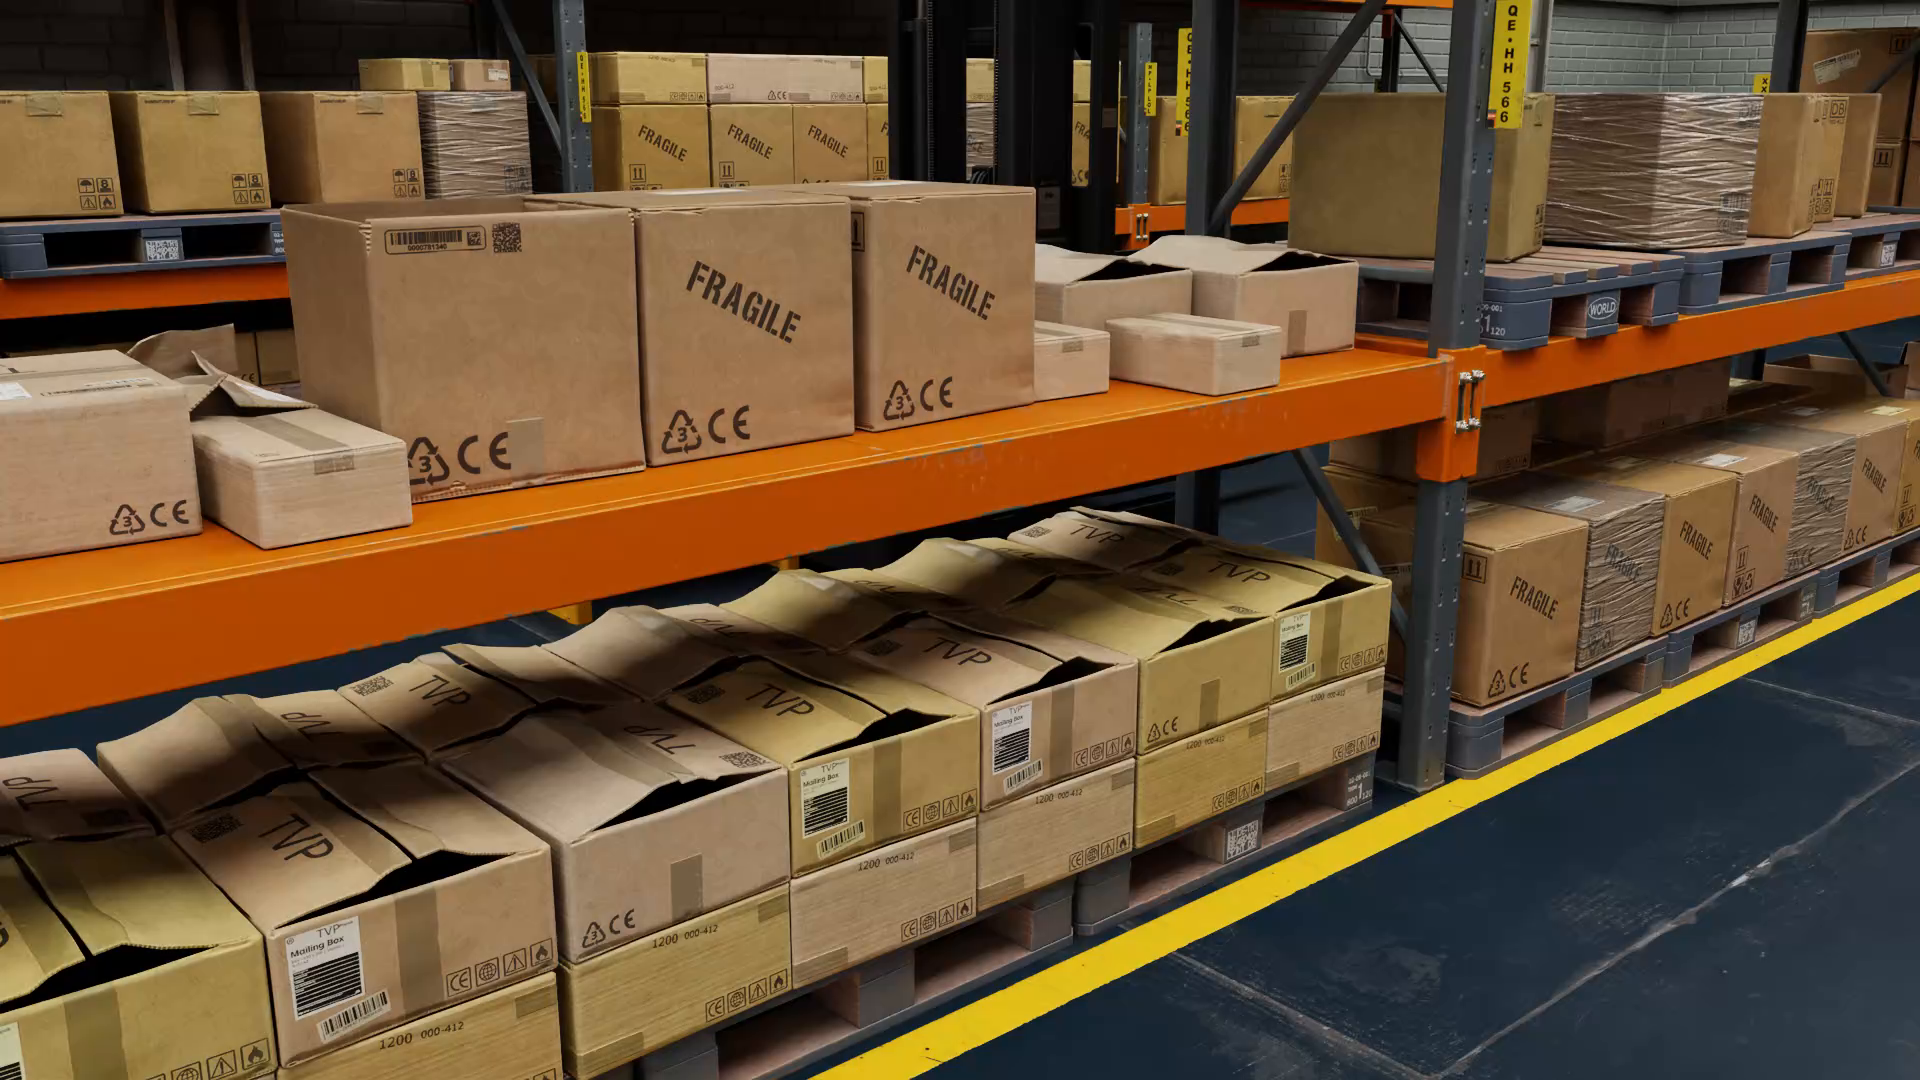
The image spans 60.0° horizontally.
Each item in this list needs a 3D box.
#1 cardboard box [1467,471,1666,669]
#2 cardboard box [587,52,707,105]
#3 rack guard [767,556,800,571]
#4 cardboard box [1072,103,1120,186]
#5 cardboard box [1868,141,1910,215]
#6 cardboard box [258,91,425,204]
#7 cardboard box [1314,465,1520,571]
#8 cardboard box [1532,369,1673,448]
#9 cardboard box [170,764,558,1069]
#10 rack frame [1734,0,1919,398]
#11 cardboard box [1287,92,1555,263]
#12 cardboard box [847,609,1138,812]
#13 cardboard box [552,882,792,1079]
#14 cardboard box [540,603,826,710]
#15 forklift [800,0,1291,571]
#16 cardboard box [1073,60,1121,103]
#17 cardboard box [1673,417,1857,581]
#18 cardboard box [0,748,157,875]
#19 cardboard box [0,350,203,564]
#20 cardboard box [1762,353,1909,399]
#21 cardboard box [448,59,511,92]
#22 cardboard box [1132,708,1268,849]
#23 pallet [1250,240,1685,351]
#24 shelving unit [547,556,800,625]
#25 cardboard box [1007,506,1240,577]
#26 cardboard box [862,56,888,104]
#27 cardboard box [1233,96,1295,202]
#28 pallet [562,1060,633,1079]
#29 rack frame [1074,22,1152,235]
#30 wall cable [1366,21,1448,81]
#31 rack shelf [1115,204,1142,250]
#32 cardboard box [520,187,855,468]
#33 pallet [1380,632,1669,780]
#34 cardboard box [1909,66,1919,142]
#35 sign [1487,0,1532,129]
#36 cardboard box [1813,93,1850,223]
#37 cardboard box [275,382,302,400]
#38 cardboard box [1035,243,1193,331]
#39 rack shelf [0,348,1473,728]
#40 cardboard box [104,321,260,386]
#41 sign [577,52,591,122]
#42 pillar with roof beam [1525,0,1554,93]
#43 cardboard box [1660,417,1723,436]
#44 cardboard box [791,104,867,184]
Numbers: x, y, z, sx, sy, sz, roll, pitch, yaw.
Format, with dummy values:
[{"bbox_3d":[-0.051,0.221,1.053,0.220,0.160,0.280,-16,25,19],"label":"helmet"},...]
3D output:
[{"bbox_3d":[2.001,0.085,5.612,0.500,0.500,0.500,-14,20,-41],"label":"cardboard box"},{"bbox_3d":[-1.642,-2.358,8.505,0.500,0.250,0.500,-12,19,-38],"label":"cardboard box"},{"bbox_3d":[-0.905,-0.017,7.330,0.087,0.250,0.587,-12,19,-39],"label":"rack guard"},{"bbox_3d":[0.659,-2.515,10.544,0.500,0.500,0.500,-13,20,-40],"label":"cardboard box"},{"bbox_3d":[4.305,-1.660,7.957,0.500,0.500,0.500,-12,19,-38],"label":"cardboard box"},{"bbox_3d":[-2.928,-1.842,7.788,0.700,0.500,0.500,14,20,42],"label":"cardboard box"},{"bbox_3d":[1.630,-0.008,5.959,0.500,0.500,0.500,-12,19,-37],"label":"cardboard box"},{"bbox_3d":[2.439,-0.555,6.553,0.500,0.250,0.500,-13,20,-40],"label":"cardboard box"},{"bbox_3d":[-1.082,0.628,3.015,0.500,0.311,0.500,-13,20,-40],"label":"cardboard box"},{"bbox_3d":[4.096,-1.477,7.466,0.127,3.000,1.000,-13,19,-39],"label":"rack frame"},{"bbox_3d":[1.480,-1.179,5.344,0.700,0.500,0.500,8,17,28],"label":"cardboard box"},{"bbox_3d":[0.075,0.366,3.994,0.500,0.311,0.500,-13,20,-40],"label":"cardboard box"},{"bbox_3d":[-0.696,0.809,3.422,0.500,0.250,0.500,-13,20,-41],"label":"cardboard box"},{"bbox_3d":[-0.673,0.351,4.052,0.500,0.311,0.500,-13,20,-40],"label":"cardboard box"},{"bbox_3d":[0.474,-1.523,7.772,3.031,2.935,1.130,-13,20,-40],"label":"forklift"},{"bbox_3d":[0.657,-2.876,10.441,0.500,0.250,0.500,-12,19,-38],"label":"cardboard box"},{"bbox_3d":[3.155,-0.175,6.585,0.500,0.500,0.500,-12,19,-39],"label":"cardboard box"},{"bbox_3d":[-1.821,0.609,3.087,0.500,0.311,0.500,-13,19,-39],"label":"cardboard box"},{"bbox_3d":[-1.596,-0.141,2.756,0.500,0.250,0.500,-11,19,-36],"label":"cardboard box"},{"bbox_3d":[4.340,-0.633,8.300,0.500,0.500,0.500,-13,19,-39],"label":"cardboard box"},{"bbox_3d":[-2.416,-2.273,8.143,0.380,0.149,0.250,13,20,40],"label":"cardboard box"},{"bbox_3d":[0.456,0.551,4.389,0.500,0.250,0.500,-13,20,-40],"label":"cardboard box"},{"bbox_3d":[1.544,-0.835,5.435,1.003,0.211,1.213,-13,19,-39],"label":"pallet"},{"bbox_3d":[-1.283,-0.537,6.855,1.083,1.500,0.587,-12,19,-39],"label":"shelving unit"},{"bbox_3d":[0.491,0.087,5.040,0.500,0.311,0.500,-12,19,-38],"label":"cardboard box"},{"bbox_3d":[-0.503,-2.618,9.476,0.500,0.250,0.500,-13,20,-40],"label":"cardboard box"},{"bbox_3d":[1.816,-2.797,11.827,0.700,0.700,0.980,-13,20,-41],"label":"cardboard box"},{"bbox_3d":[-1.408,1.093,3.248,1.213,0.211,1.003,-13,19,-39],"label":"pallet"},{"bbox_3d":[0.842,-2.441,11.074,0.127,3.000,1.000,-13,19,-39],"label":"rack frame"},{"bbox_3d":[4.204,-4.010,14.981,1.851,1.984,0.084,-13,19,-39],"label":"wall cable"},{"bbox_3d":[-0.667,-1.754,9.899,4.000,0.370,1.077,-13,19,-39],"label":"rack shelf"},{"bbox_3d":[-0.573,-0.471,3.507,0.500,0.500,0.500,-13,19,-39],"label":"cardboard box"},{"bbox_3d":[1.667,0.429,5.735,1.213,0.211,1.003,-13,19,-39],"label":"pallet"},{"bbox_3d":[4.637,-2.033,7.418,0.500,0.500,0.500,-12,19,-38],"label":"cardboard box"},{"bbox_3d":[1.446,-1.251,4.378,0.005,0.325,0.100,-13,19,-39],"label":"sign"},{"bbox_3d":[3.115,-1.562,6.779,0.500,0.500,0.700,-9,17,-31],"label":"cardboard box"},{"bbox_3d":[-3.150,-0.571,8.067,0.500,0.500,0.700,-13,20,-39],"label":"cardboard box"},{"bbox_3d":[0.277,-0.642,4.515,0.500,0.311,0.500,-13,20,-40],"label":"cardboard box"},{"bbox_3d":[-0.430,-0.113,3.754,4.000,0.370,1.077,-13,19,-39],"label":"rack shelf"},{"bbox_3d":[-3.541,-0.826,7.566,0.500,0.250,0.500,-13,20,-40],"label":"cardboard box"},{"bbox_3d":[-1.812,-2.180,8.009,0.005,0.325,0.100,-13,19,-39],"label":"sign"},{"bbox_3d":[8.154,-5.804,12.042,0.400,9.000,9.100,-13,19,-39],"label":"pillar with roof beam"},{"bbox_3d":[2.795,-0.271,6.945,0.500,0.500,0.500,-12,19,-39],"label":"cardboard box"},{"bbox_3d":[-0.865,-2.168,9.244,0.500,0.500,0.500,-13,20,-40],"label":"cardboard box"}]
